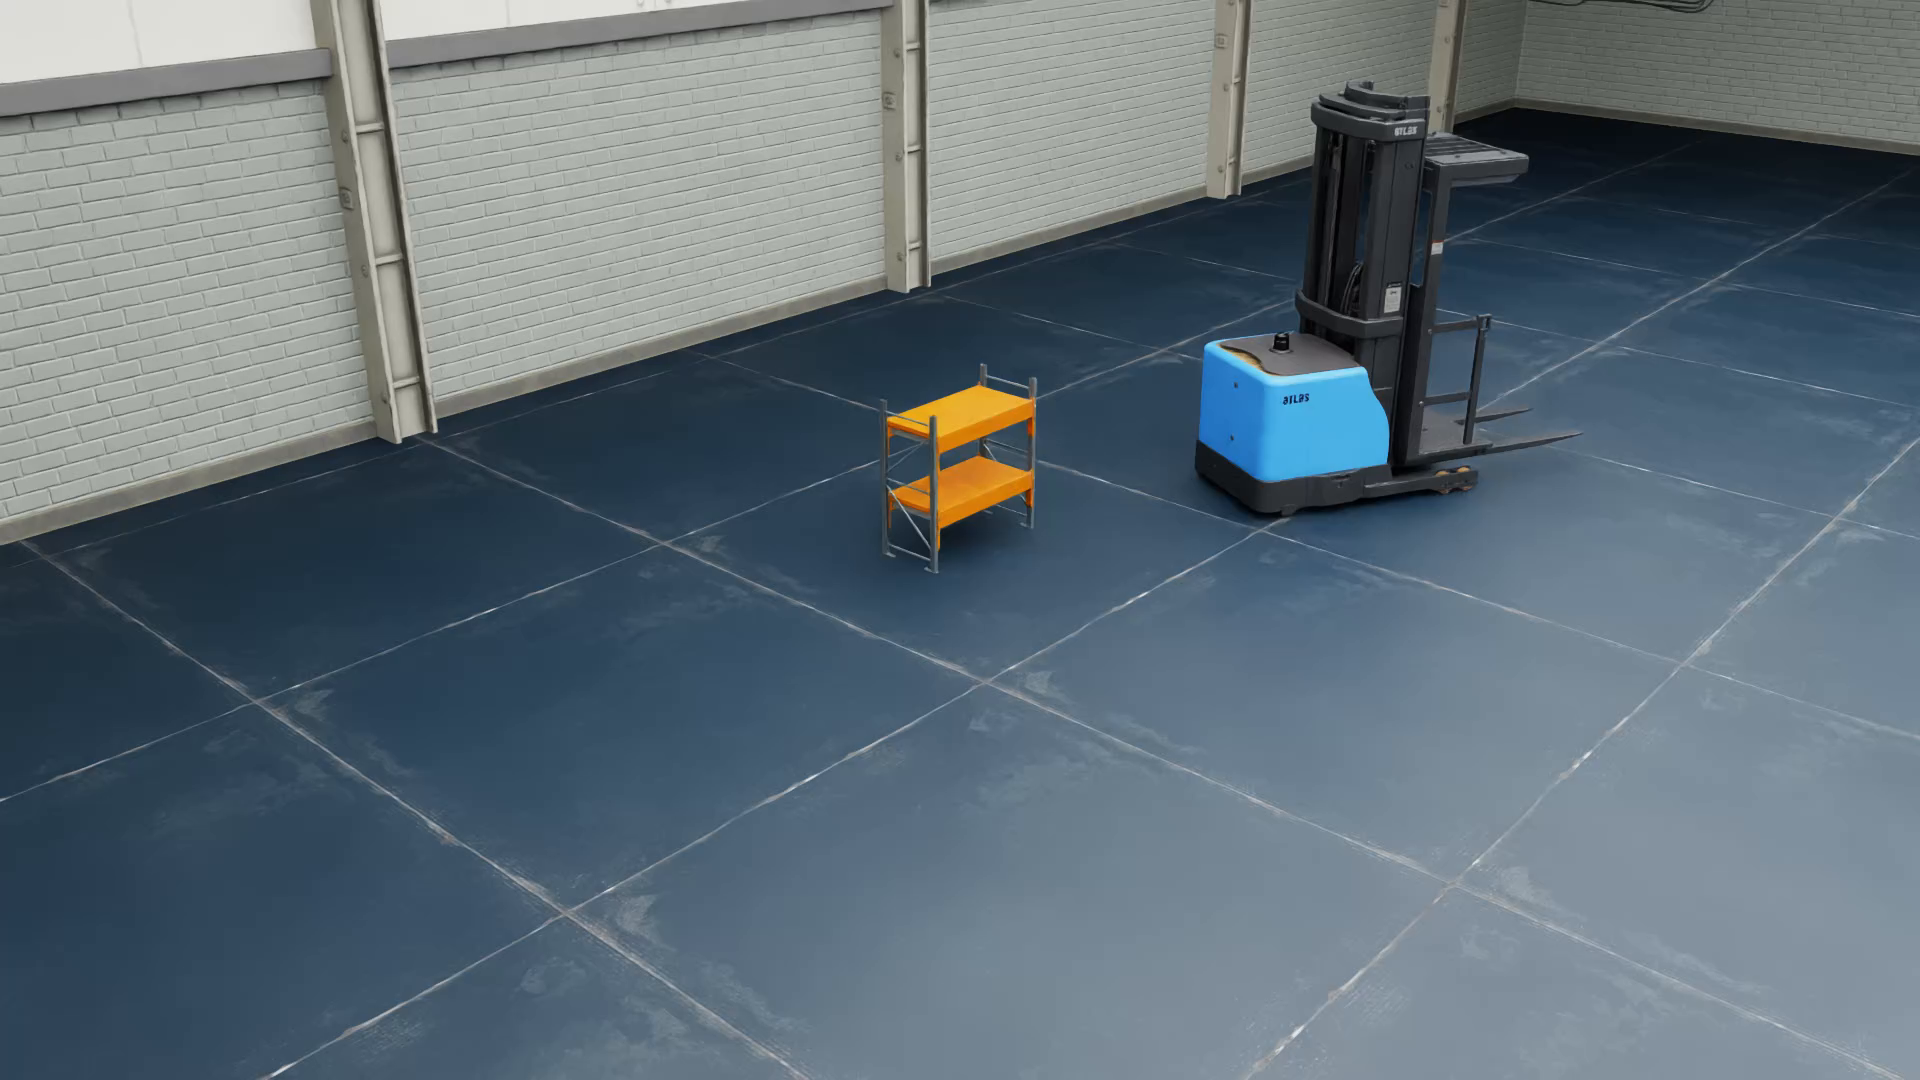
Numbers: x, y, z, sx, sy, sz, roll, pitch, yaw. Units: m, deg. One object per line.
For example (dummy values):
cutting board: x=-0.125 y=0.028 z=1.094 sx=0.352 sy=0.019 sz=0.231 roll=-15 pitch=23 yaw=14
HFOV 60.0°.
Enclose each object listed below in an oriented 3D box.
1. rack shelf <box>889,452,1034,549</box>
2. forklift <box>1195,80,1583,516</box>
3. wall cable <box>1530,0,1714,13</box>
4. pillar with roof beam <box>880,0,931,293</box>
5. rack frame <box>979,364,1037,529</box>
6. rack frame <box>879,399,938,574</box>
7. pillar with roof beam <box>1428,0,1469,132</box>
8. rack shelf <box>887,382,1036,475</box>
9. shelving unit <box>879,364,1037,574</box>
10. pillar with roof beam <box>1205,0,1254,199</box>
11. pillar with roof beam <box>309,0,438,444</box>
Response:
rack shelf: x=-0.005 y=-0.288 z=11.615 sx=0.538 sy=0.278 sz=1.000 roll=20 pitch=31 yaw=38
forklift: x=3.380 y=-1.880 z=12.361 sx=3.031 sy=2.935 sz=1.130 roll=-9 pitch=26 yaw=-19
wall cable: x=10.408 y=-9.589 z=25.932 sx=3.097 sy=2.526 sz=0.112 roll=20 pitch=31 yaw=38
pillar with roof beam: x=2.654 y=-5.637 z=13.324 sx=9.100 sy=9.000 sz=0.400 roll=20 pitch=31 yaw=38
rack frame: x=0.335 y=-0.666 z=11.861 sx=0.500 sy=1.125 sz=0.032 roll=20 pitch=31 yaw=38
rack frame: x=-0.344 y=-0.356 z=11.170 sx=0.500 sy=1.125 sz=0.032 roll=20 pitch=31 yaw=38
pillar with roof beam: x=10.663 y=-9.293 z=21.478 sx=9.100 sy=9.000 sz=0.400 roll=20 pitch=31 yaw=38
rack shelf: x=-0.005 y=-0.778 z=11.396 sx=0.538 sy=0.278 sz=1.000 roll=20 pitch=31 yaw=38
shelving unit: x=-0.005 y=-0.511 z=11.515 sx=0.538 sy=1.125 sz=1.048 roll=20 pitch=31 yaw=38
pillar with roof beam: x=6.658 y=-7.465 z=17.401 sx=9.100 sy=9.000 sz=0.400 roll=20 pitch=31 yaw=38
pillar with roof beam: x=-1.351 y=-3.809 z=9.247 sx=9.100 sy=9.000 sz=0.400 roll=20 pitch=31 yaw=38
